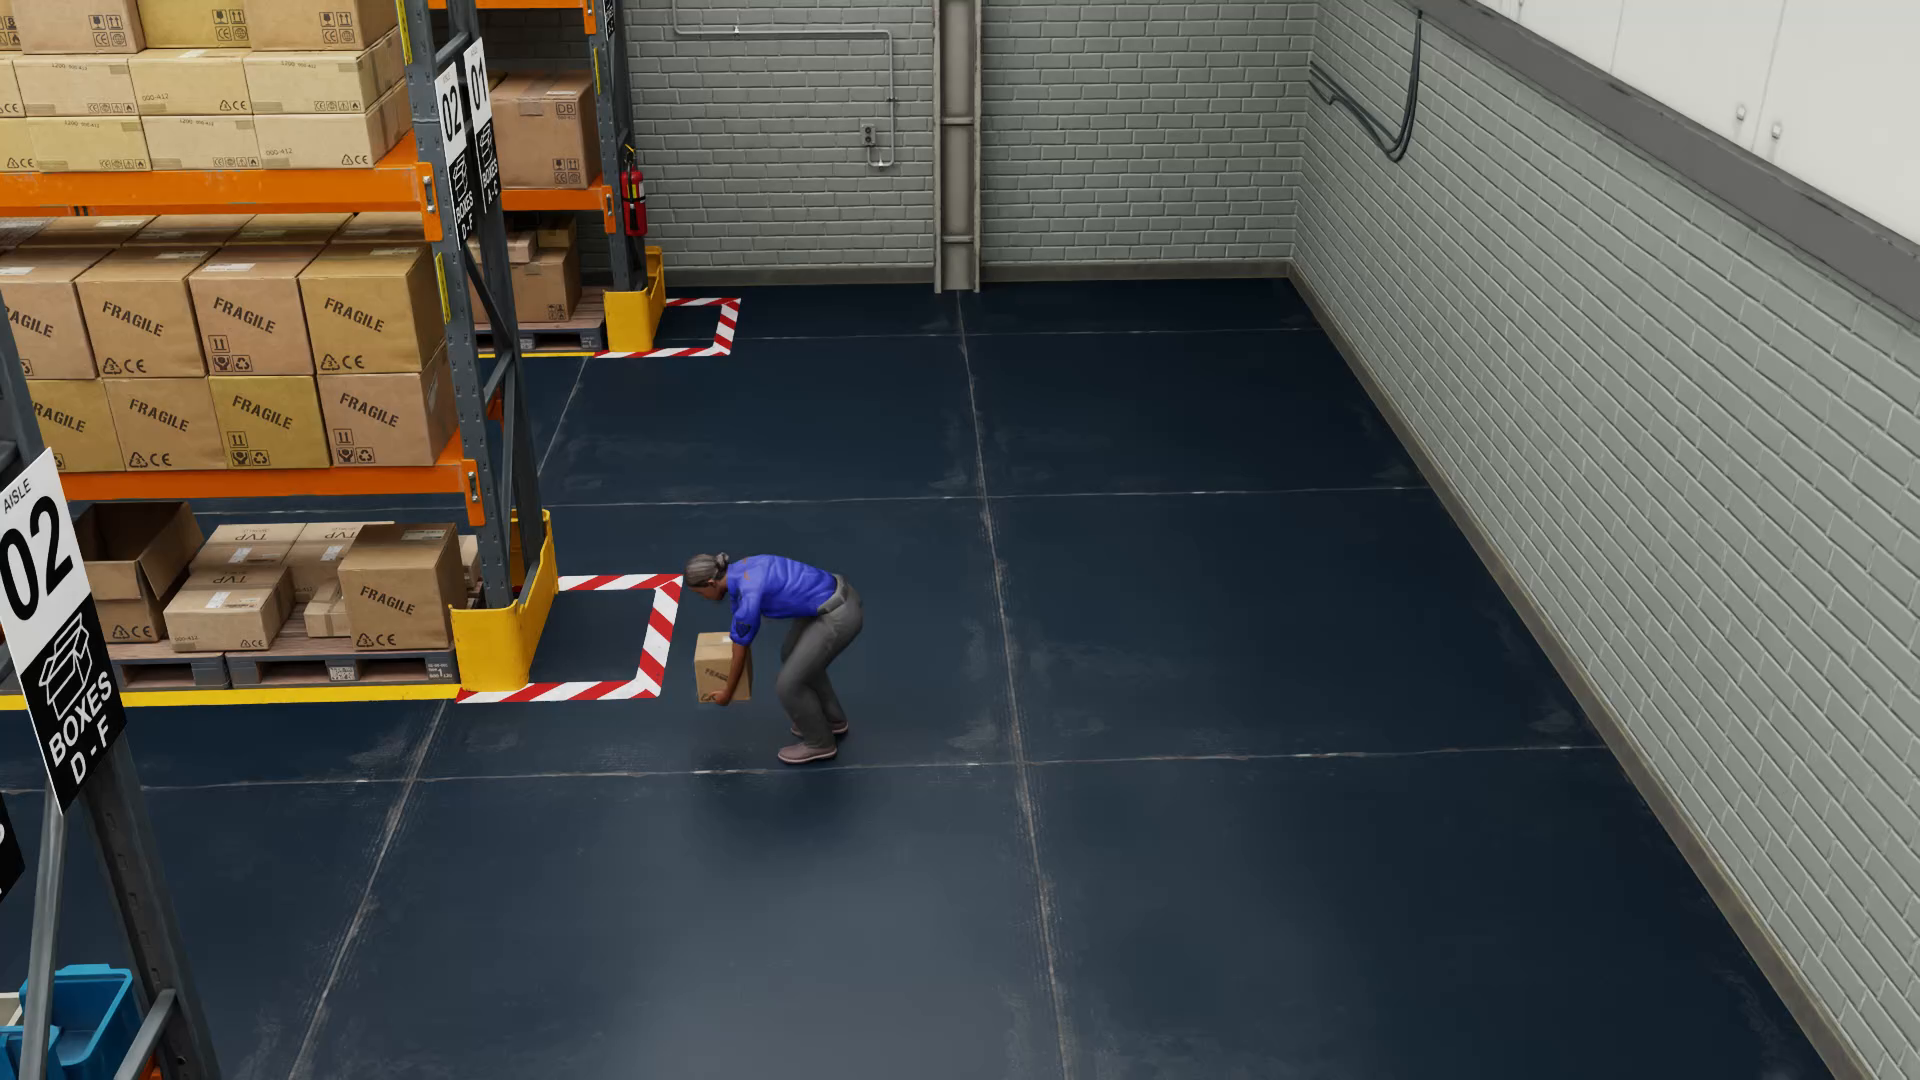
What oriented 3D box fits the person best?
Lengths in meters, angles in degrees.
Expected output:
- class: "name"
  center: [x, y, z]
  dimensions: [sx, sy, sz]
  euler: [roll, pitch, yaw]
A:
- class: "person"
  center: [-0.890, 0.548, 8.162]
  dimensions: [0.846, 1.125, 0.434]
  euler: [-3, 28, -5]
